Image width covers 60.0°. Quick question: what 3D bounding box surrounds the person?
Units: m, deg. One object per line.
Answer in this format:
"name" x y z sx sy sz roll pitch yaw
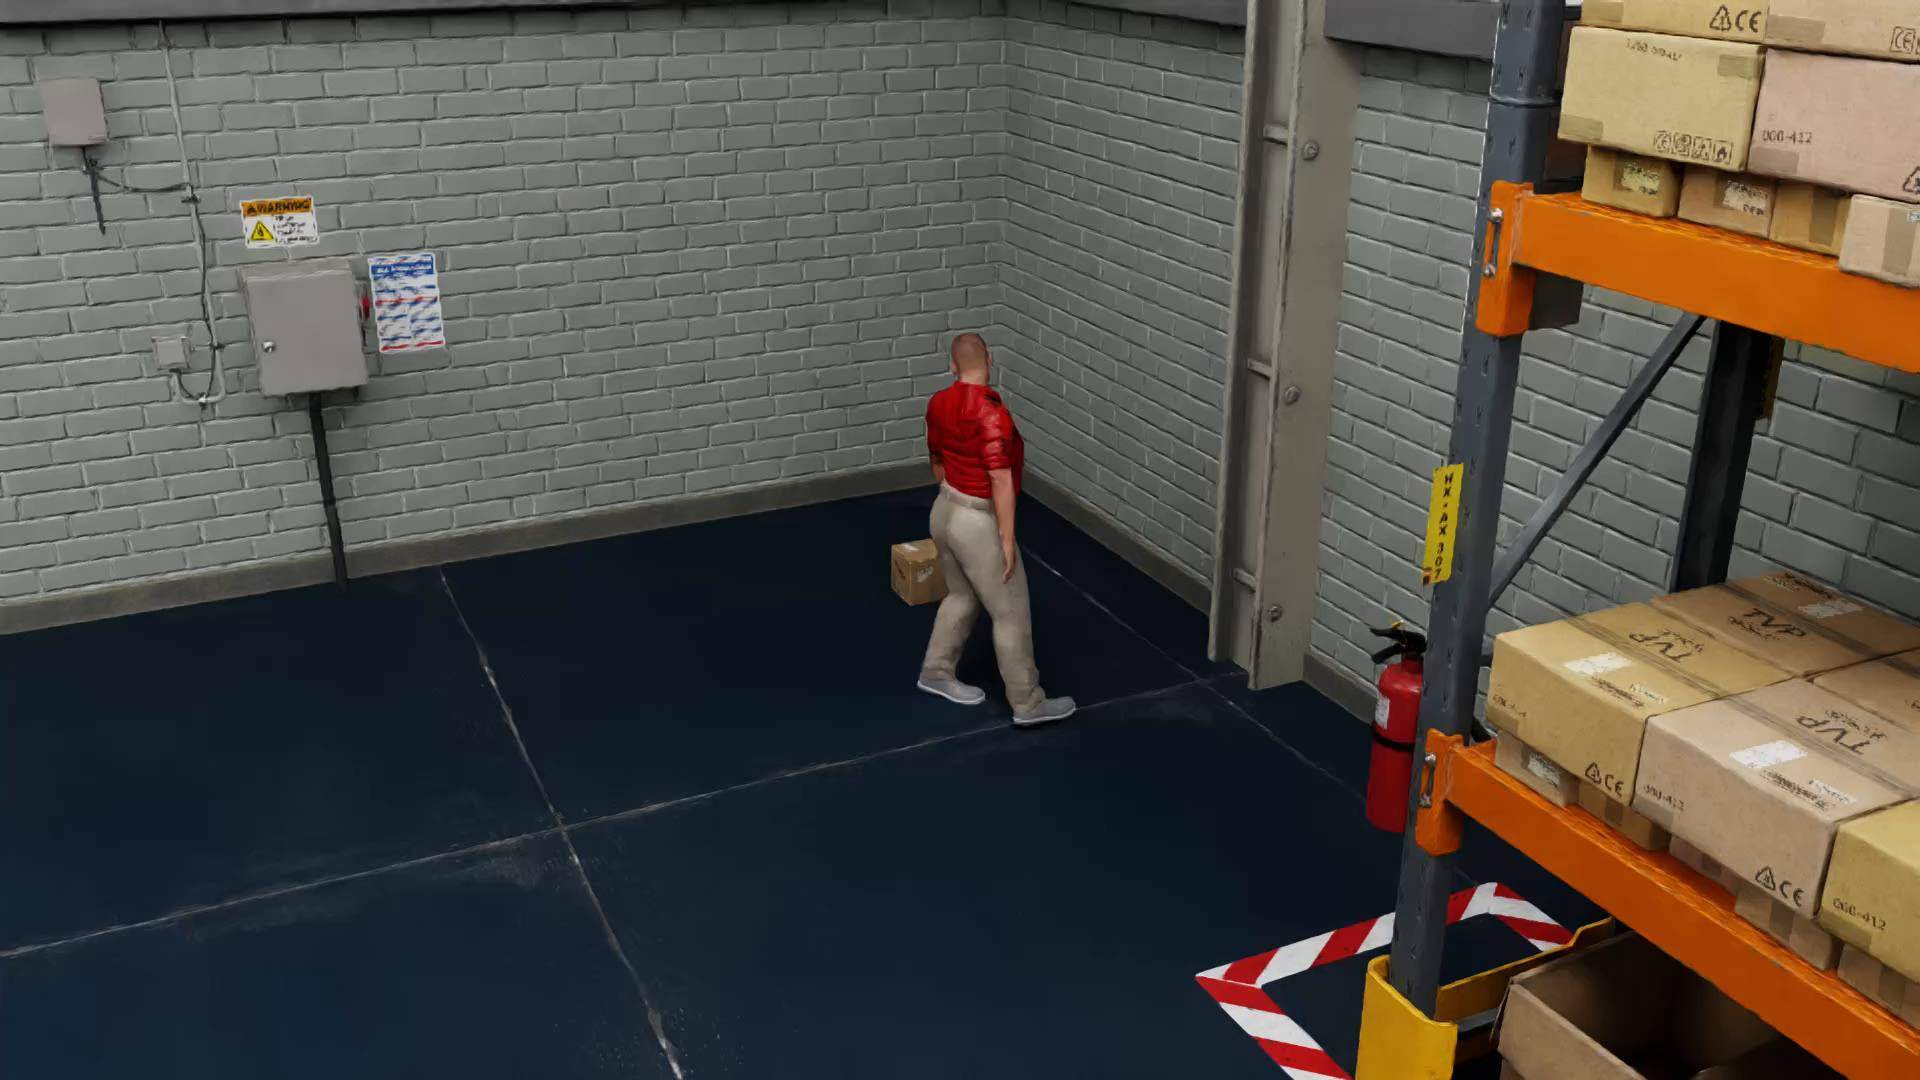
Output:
"person" 0.160 -0.046 7.280 0.555 1.716 0.661 -10 24 -24
